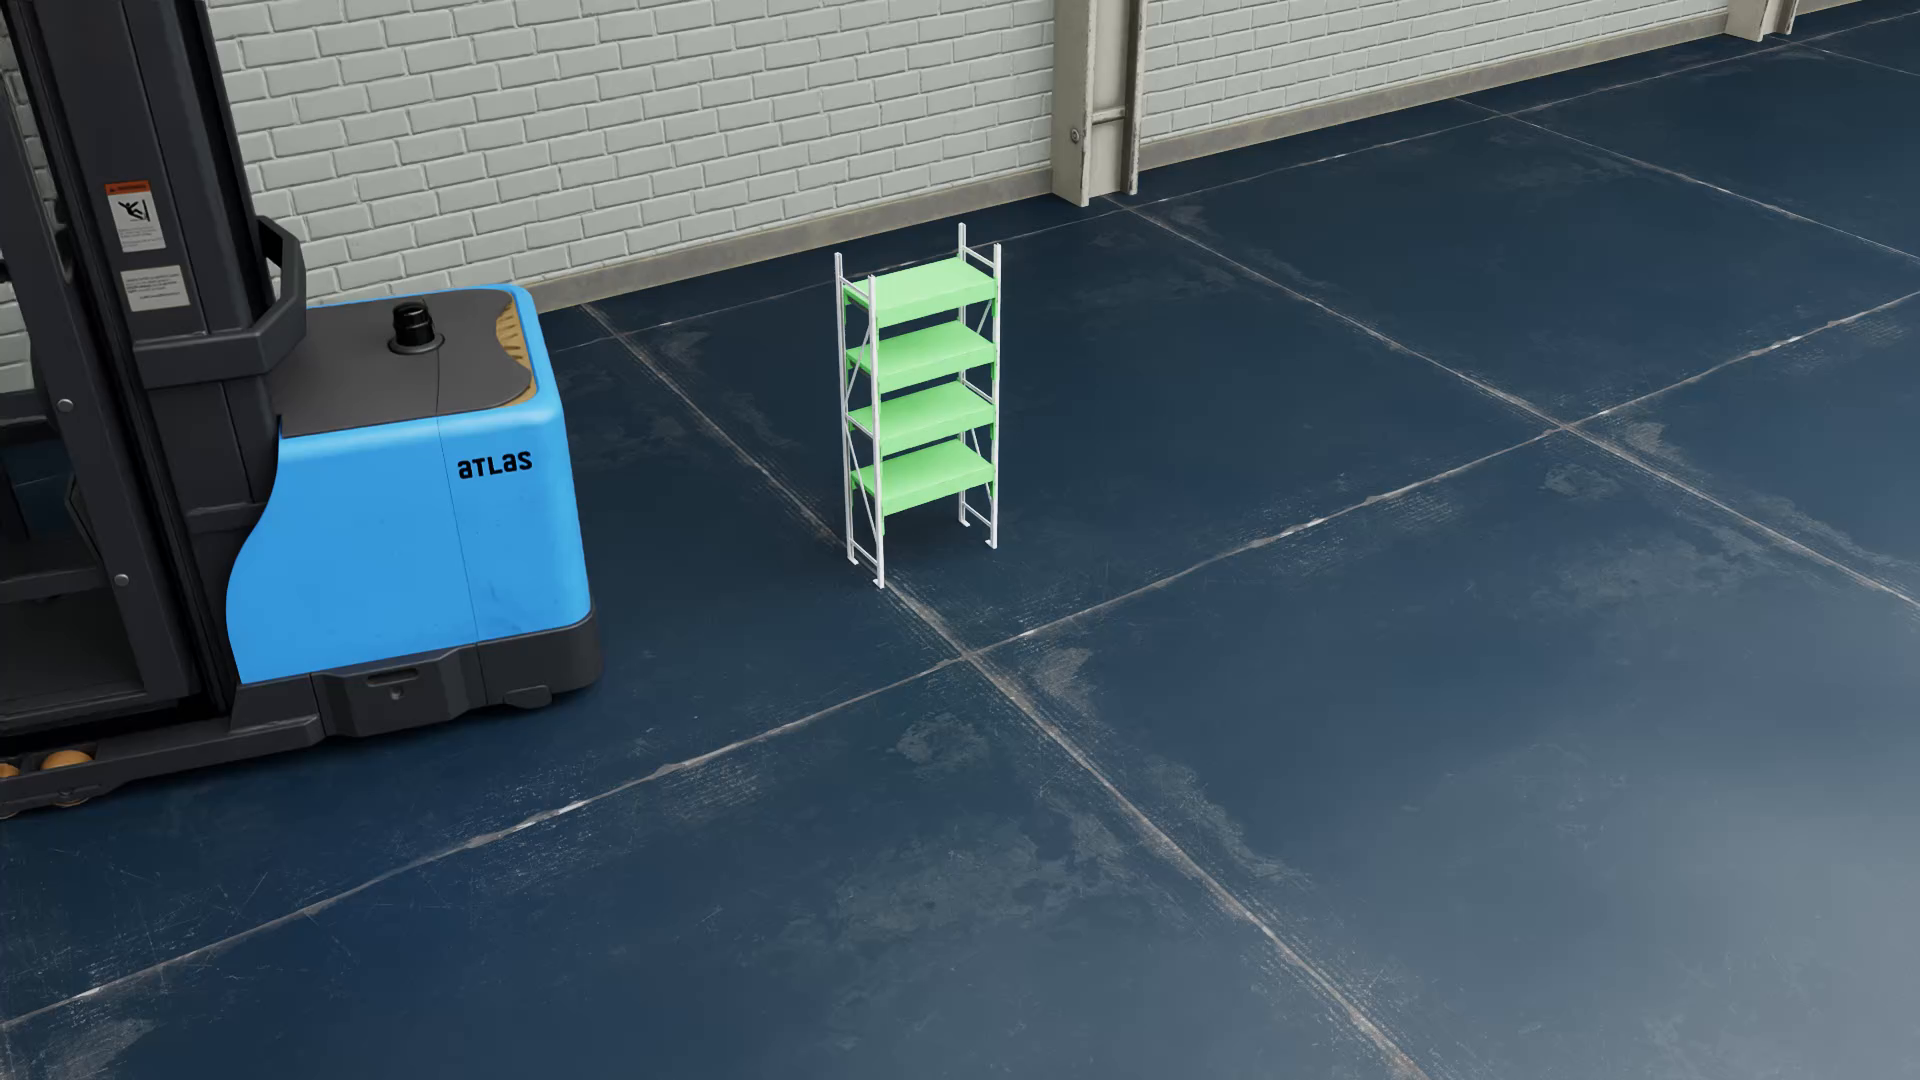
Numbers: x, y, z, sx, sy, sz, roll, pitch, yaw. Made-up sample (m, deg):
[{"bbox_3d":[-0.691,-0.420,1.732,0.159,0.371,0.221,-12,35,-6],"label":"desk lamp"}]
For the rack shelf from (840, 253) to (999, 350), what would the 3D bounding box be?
[{"bbox_3d":[-0.139,-0.812,5.632,0.480,0.148,0.258,-19,37,-27],"label":"rack shelf"}]

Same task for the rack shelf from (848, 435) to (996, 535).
[{"bbox_3d":[-0.139,-0.203,6.016,0.480,0.148,0.258,-19,37,-27],"label":"rack shelf"}]

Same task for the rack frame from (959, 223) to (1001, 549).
[{"bbox_3d":[0.066,-0.530,5.966,0.015,1.200,0.240,-19,37,-27],"label":"rack frame"}]

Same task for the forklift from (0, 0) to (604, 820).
[{"bbox_3d":[-2.742,-0.726,4.654,3.031,2.935,1.130,-10,34,-15],"label":"forklift"}]

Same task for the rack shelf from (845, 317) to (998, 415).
[{"bbox_3d":[-0.139,-0.609,5.760,0.480,0.148,0.258,-19,37,-27],"label":"rack shelf"}]

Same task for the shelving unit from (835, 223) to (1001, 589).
[{"bbox_3d":[-0.139,-0.460,5.854,0.503,1.200,0.258,-19,37,-27],"label":"shelving unit"}]

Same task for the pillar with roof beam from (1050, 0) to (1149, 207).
[{"bbox_3d":[3.081,-3.835,3.895,0.400,9.000,9.100,-19,37,-27],"label":"pillar with roof beam"}]

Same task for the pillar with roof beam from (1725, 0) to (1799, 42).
[{"bbox_3d":[8.124,-5.570,6.645,0.400,9.000,9.100,-19,37,-27],"label":"pillar with roof beam"}]

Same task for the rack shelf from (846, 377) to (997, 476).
[{"bbox_3d":[-0.139,-0.406,5.888,0.480,0.148,0.258,-19,37,-27],"label":"rack shelf"}]

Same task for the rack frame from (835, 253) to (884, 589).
[{"bbox_3d":[-0.344,-0.389,5.742,0.015,1.200,0.240,-19,37,-27],"label":"rack frame"}]
